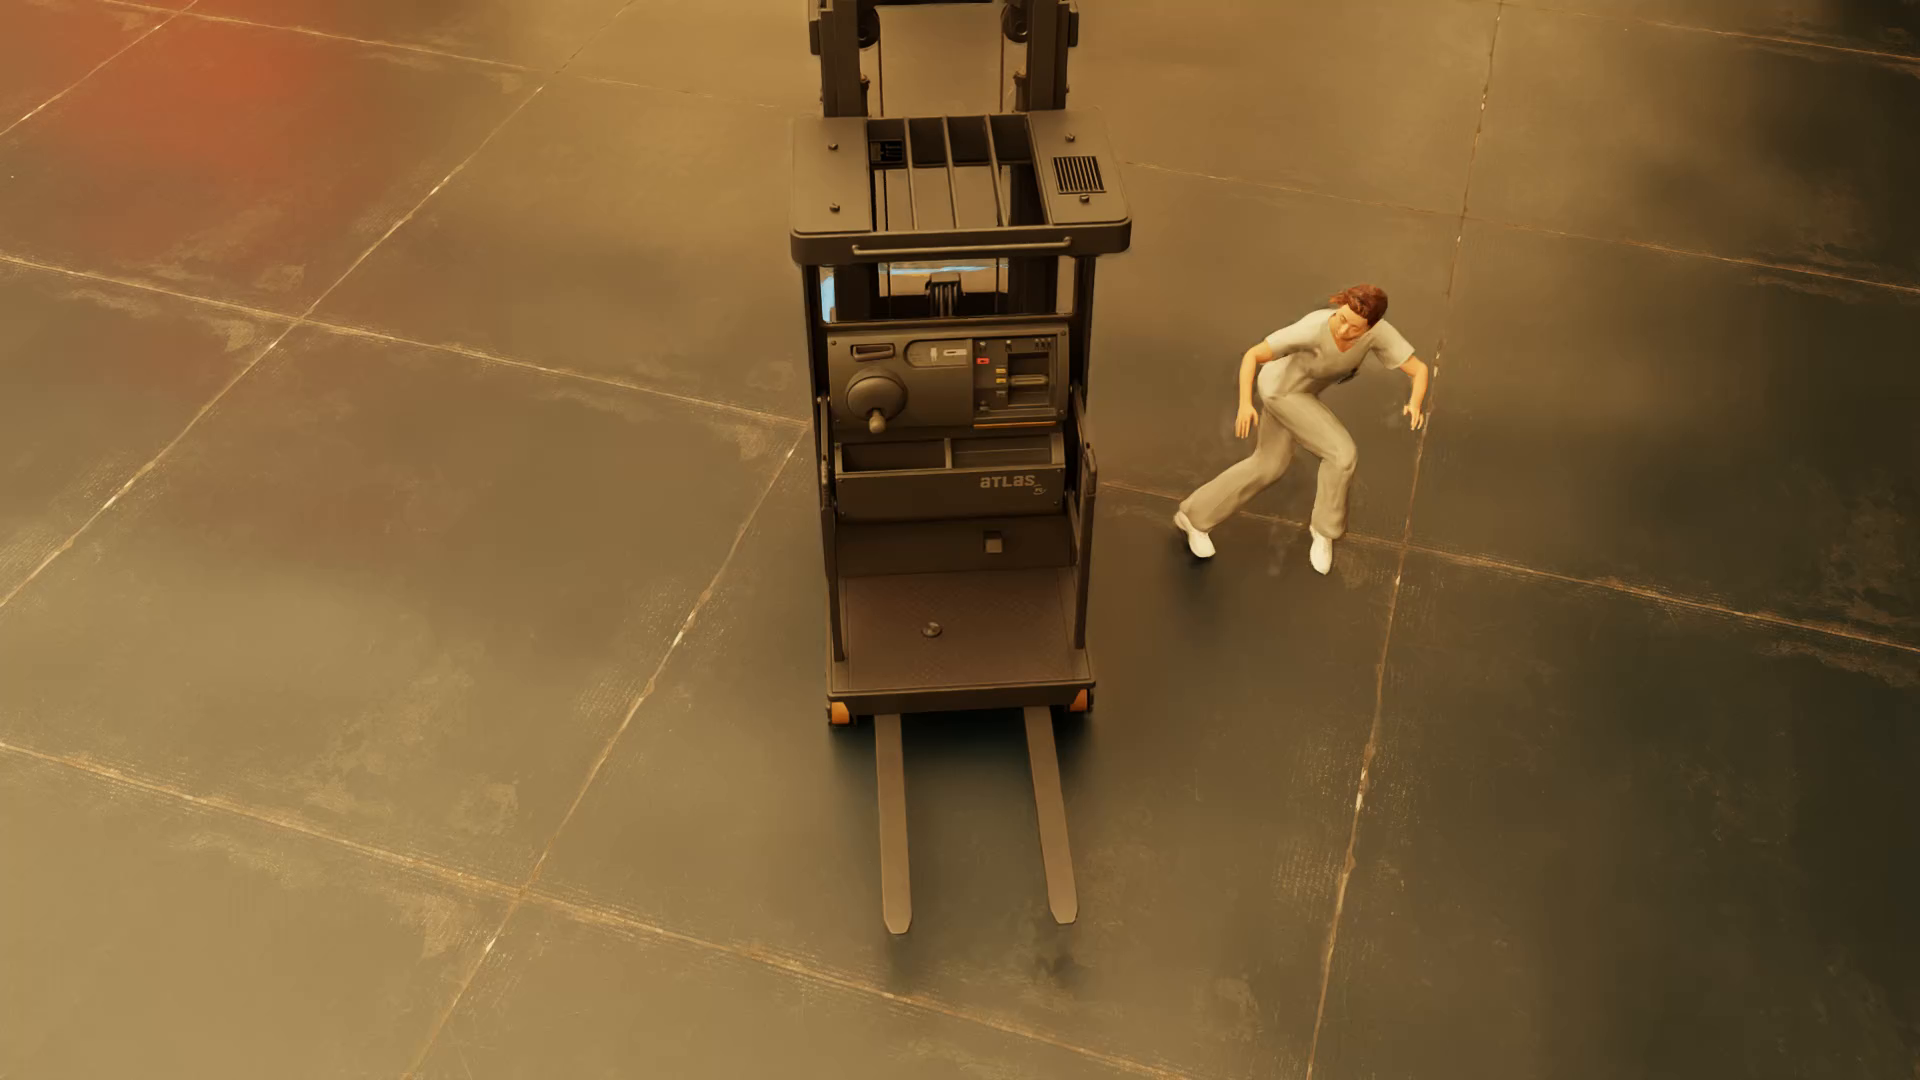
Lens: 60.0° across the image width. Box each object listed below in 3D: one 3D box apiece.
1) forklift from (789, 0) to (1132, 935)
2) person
[{"bbox_3d":[-0.024,-0.535,6.264,1.130,2.935,3.031,-3,43,-3],"label":"forklift"},{"bbox_3d":[1.539,-0.489,7.305,0.878,1.419,0.892,-28,50,-27],"label":"person"}]
